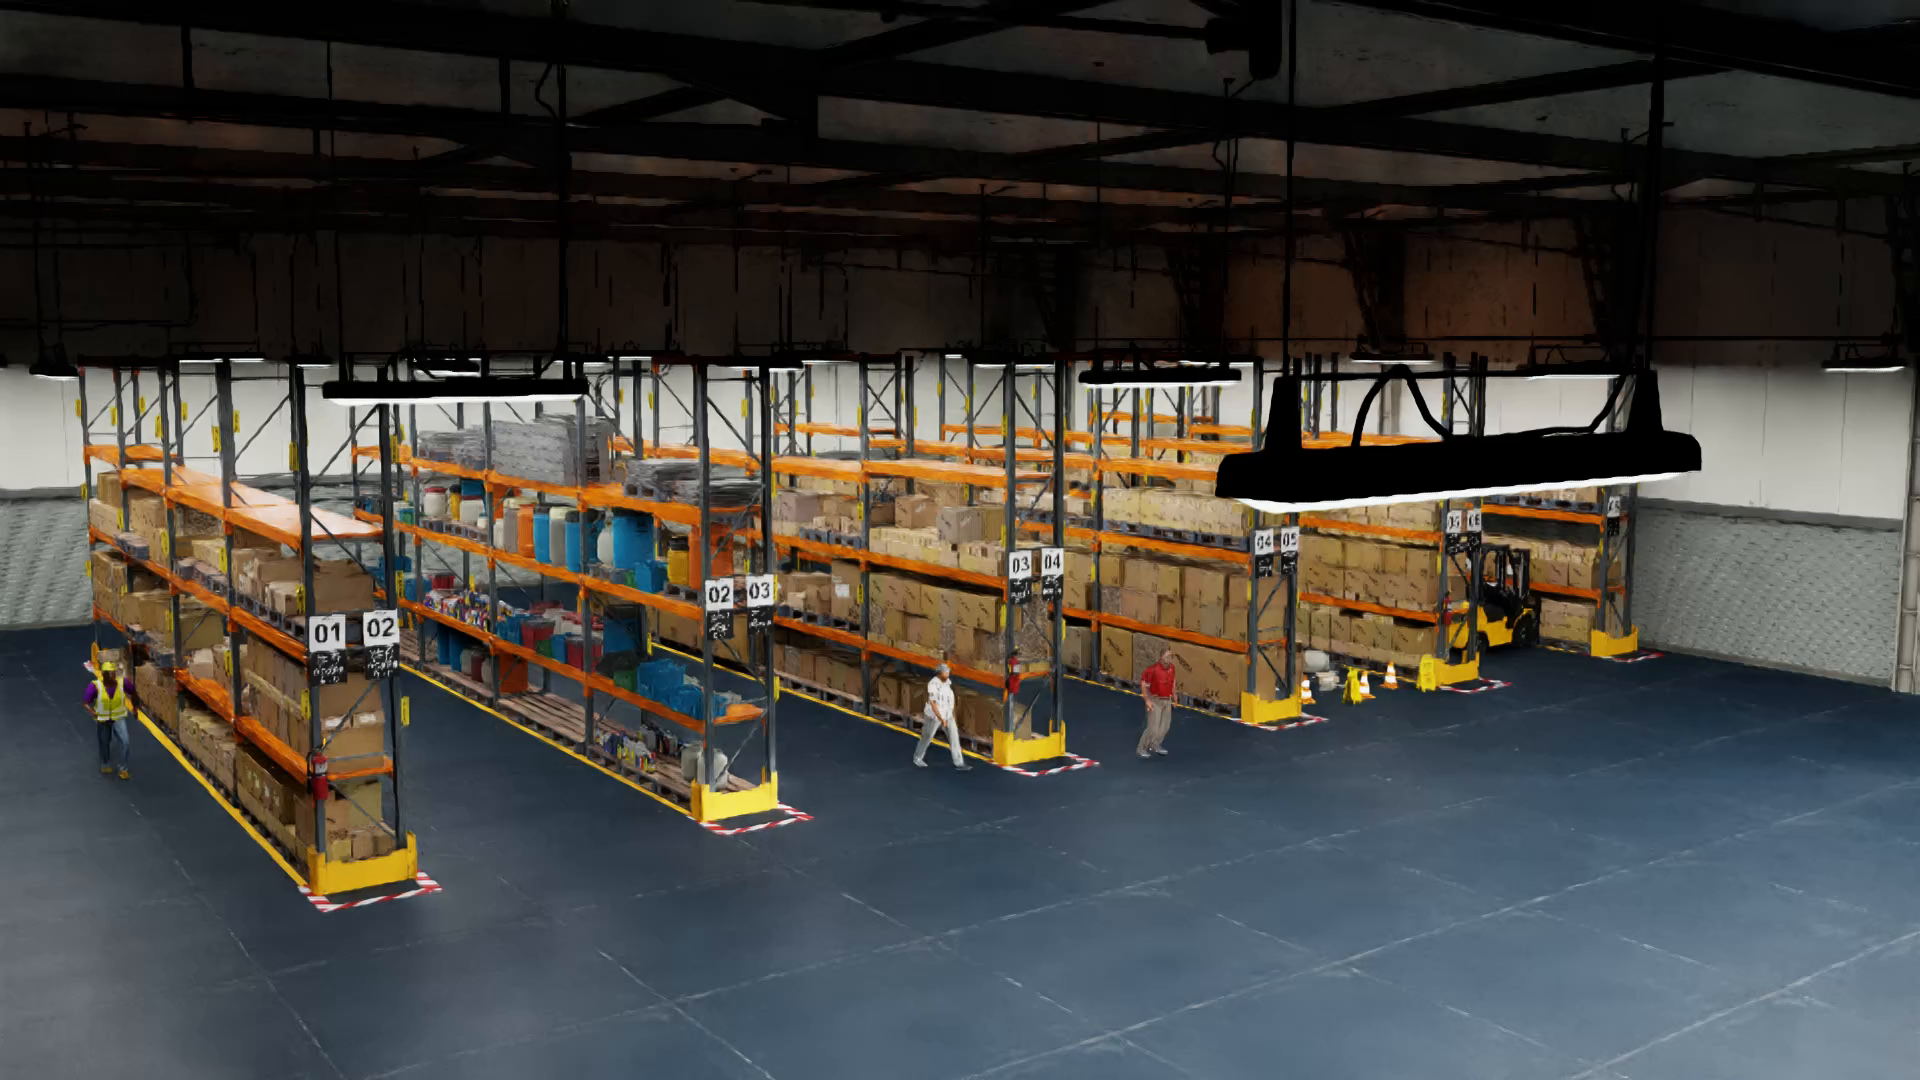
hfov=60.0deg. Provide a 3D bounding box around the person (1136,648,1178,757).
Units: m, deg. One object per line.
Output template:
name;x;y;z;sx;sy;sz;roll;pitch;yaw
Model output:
person;3.008;2.449;25.258;0.682;1.676;0.535;-5;9;-37

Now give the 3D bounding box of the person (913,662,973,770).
person;-0.287;2.575;24.385;0.490;1.597;0.999;-6;9;-42

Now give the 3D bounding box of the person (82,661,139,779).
person;-12.277;2.574;24.062;0.734;1.697;0.856;-4;8;-30

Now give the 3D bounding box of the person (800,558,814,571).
person;-4.307;-0.035;45.310;0.624;1.768;0.597;0;7;0
